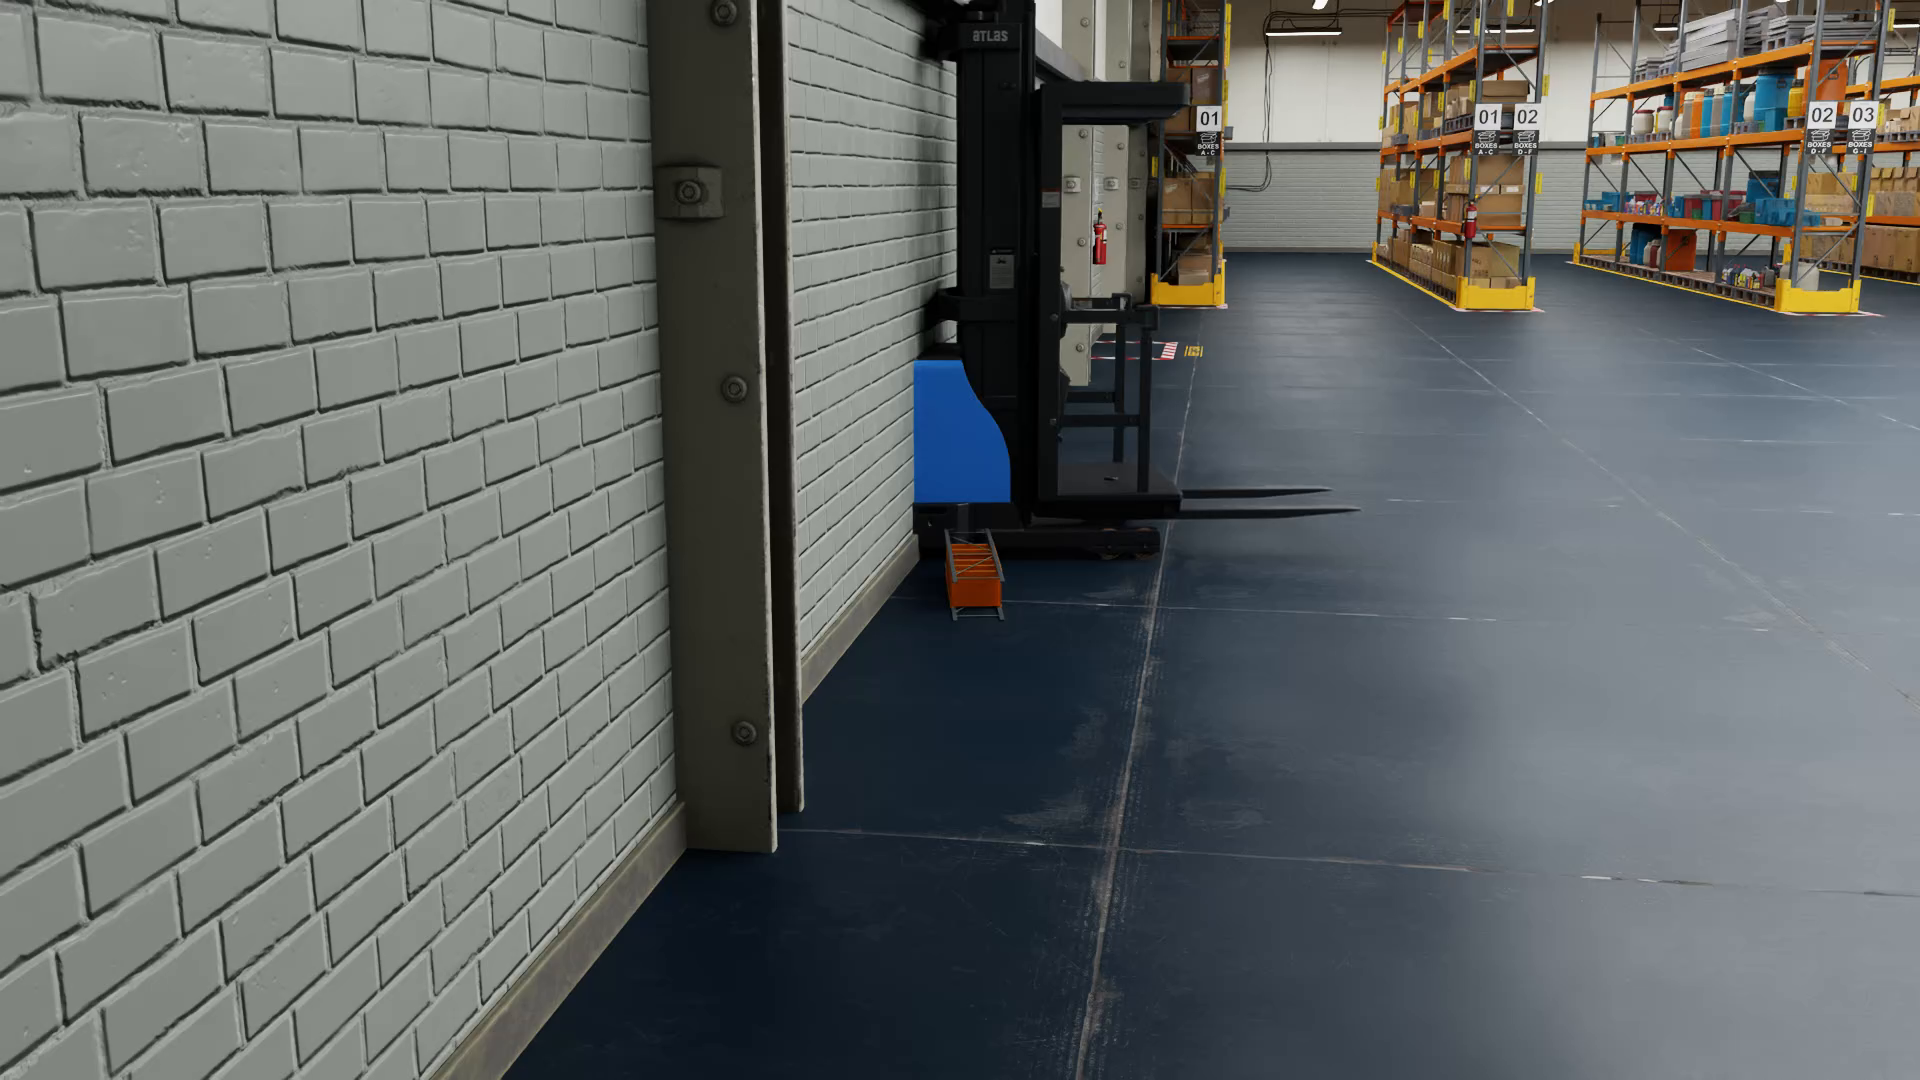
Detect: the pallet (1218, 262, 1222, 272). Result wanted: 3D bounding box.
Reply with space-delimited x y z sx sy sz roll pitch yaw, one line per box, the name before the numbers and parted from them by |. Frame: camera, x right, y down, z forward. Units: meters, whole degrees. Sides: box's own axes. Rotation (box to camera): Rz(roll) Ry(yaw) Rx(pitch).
pallet | 5.362 -6.098 37.287 1.003 0.211 1.213 2 12 9

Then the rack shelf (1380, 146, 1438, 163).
rack shelf | 10.795 -9.250 39.882 1.077 0.370 4.000 2 12 9

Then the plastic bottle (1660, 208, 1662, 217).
plastic bottle | 14.442 -6.749 34.163 0.097 0.201 0.097 0 12 0

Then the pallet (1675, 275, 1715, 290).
pallet | 14.418 -4.949 31.955 1.003 0.211 1.213 2 12 9

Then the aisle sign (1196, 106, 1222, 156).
aisle sign | 4.032 -6.627 26.952 0.394 0.787 0.004 2 12 9

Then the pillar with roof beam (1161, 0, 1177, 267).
pillar with roof beam | 9.098 -10.846 38.459 9.100 9.000 0.548 2 12 9

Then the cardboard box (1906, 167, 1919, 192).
cardboard box | 19.891 -7.391 34.050 0.797 0.503 0.637 2 12 10

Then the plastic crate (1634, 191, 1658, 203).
plastic crate | 15.766 -7.796 38.254 0.402 0.464 0.583 2 12 9

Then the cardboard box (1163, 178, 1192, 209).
cardboard box | 3.609 -5.789 27.763 0.500 0.500 0.500 2 12 8

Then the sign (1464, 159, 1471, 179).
sign | 8.107 -5.923 26.547 0.100 0.325 0.005 2 12 9

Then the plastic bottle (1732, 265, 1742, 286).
plastic bottle | 13.587 -4.619 29.048 0.144 0.351 0.185 1 12 6

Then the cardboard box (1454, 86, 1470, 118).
cardboard box | 8.879 -7.505 28.505 0.797 0.503 0.637 3 13 15

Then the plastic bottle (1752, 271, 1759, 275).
plastic bottle | 13.672 -4.494 28.647 0.152 0.276 0.135 2 12 9

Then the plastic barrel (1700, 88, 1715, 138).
plastic barrel | 14.215 -7.989 31.133 0.600 0.901 0.708 2 12 9

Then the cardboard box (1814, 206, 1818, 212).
cardboard box | 20.314 -7.776 39.052 0.380 0.149 0.250 2 12 8

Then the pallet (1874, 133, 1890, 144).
pallet | 20.183 -8.578 35.509 0.805 0.209 1.217 1 12 6

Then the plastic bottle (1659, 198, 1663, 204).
plastic bottle | 15.420 -7.336 36.532 0.144 0.351 0.185 2 12 9

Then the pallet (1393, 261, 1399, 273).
pallet | 10.399 -6.185 37.693 1.003 0.211 1.213 2 12 9

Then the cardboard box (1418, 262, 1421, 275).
cardboard box | 9.271 -5.328 32.627 0.500 0.250 0.500 2 12 10

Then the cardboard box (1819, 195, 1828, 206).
cardboard box | 20.320 -7.889 38.630 0.500 0.250 0.500 2 12 8

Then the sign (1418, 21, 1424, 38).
sign | 9.334 -10.330 33.660 0.100 0.325 0.005 2 12 9

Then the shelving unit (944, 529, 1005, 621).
shelving unit | 0.062 0.158 8.299 0.258 0.189 1.200 -1 12 -2

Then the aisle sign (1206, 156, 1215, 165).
aisle sign | 6.514 -9.987 42.546 0.394 0.787 0.004 2 12 9

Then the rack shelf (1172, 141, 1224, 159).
rack shelf | 4.669 -7.744 32.896 1.077 0.370 4.000 2 12 9

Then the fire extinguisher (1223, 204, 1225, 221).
fire extinguisher | 6.686 -8.508 42.919 0.296 0.674 0.183 2 12 9

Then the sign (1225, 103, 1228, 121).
sign | 4.899 -7.916 30.760 0.100 0.325 0.005 2 12 9

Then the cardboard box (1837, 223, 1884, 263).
cardboard box | 20.455 -6.699 37.503 0.875 0.875 0.875 2 12 9

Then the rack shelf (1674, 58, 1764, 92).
rack shelf | 14.458 -8.694 31.133 1.077 0.370 4.000 2 12 9

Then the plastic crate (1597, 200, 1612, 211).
plastic crate | 15.384 -7.961 39.567 0.416 0.233 0.300 2 12 9

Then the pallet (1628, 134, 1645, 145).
pallet | 15.357 -8.765 36.374 1.213 0.211 1.003 2 12 9

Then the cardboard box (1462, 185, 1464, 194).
cardboard box | 8.710 -5.942 28.169 0.380 0.149 0.250 2 12 10

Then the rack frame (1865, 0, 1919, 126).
rack frame | 20.275 -10.330 36.066 1.000 3.000 0.127 2 12 9

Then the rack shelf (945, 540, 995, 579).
rack shelf | 0.049 0.098 8.577 0.258 0.180 0.103 -1 12 -2

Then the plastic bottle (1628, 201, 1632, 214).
plastic bottle | 14.868 -7.360 36.829 0.097 0.271 0.097 0 12 0

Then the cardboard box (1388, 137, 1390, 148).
cardboard box | 10.536 -9.534 39.848 0.500 0.250 0.500 2 12 9

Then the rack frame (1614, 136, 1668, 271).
rack frame | 15.381 -7.558 37.442 1.000 3.000 0.127 2 12 9

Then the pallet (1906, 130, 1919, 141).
pallet | 19.706 -8.074 33.168 1.213 0.211 1.003 2 12 11

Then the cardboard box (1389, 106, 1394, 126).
cardboard box | 10.879 -10.347 40.653 0.700 0.500 0.500 2 12 9

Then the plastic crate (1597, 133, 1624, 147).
plastic crate | 15.490 -9.517 39.562 0.504 0.338 0.767 2 12 9

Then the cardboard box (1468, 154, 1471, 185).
cardboard box | 8.810 -6.121 27.461 0.700 0.500 0.500 2 12 7

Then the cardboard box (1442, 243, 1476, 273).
cardboard box | 8.647 -4.883 28.779 0.500 0.500 0.500 2 12 9

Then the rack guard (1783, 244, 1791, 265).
rack guard | 20.894 -7.013 40.848 1.175 0.500 0.348 2 12 9

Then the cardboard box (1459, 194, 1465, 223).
cardboard box | 8.961 -5.689 28.534 0.700 0.500 0.500 2 12 10

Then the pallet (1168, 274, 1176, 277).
pallet | 4.480 -5.012 32.250 1.003 0.211 1.213 2 12 9

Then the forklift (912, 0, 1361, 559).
forklift | 0.703 -1.443 9.231 3.031 2.935 1.130 -1 12 -2

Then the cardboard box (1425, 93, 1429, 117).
cardboard box | 10.024 -9.087 34.808 0.500 0.500 0.500 2 12 9

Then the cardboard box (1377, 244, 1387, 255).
cardboard box | 10.661 -7.214 41.332 0.500 0.250 0.500 2 12 9

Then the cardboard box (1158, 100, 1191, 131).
cardboard box | 3.560 -7.001 27.453 0.500 0.500 0.500 3 12 13

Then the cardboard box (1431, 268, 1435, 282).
cardboard box | 8.886 -4.828 30.306 0.500 0.250 0.500 2 12 9

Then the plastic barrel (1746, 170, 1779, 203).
plastic barrel | 14.509 -6.208 29.990 0.600 0.901 0.708 2 12 9

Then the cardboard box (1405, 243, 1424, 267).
cardboard box | 9.784 -6.082 35.483 0.500 0.500 0.500 2 12 11

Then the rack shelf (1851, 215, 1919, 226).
rack shelf | 19.967 -6.629 34.841 1.077 0.370 4.000 2 12 9

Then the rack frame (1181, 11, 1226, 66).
rack frame | 5.592 -10.811 38.300 1.000 3.000 0.127 2 12 9
